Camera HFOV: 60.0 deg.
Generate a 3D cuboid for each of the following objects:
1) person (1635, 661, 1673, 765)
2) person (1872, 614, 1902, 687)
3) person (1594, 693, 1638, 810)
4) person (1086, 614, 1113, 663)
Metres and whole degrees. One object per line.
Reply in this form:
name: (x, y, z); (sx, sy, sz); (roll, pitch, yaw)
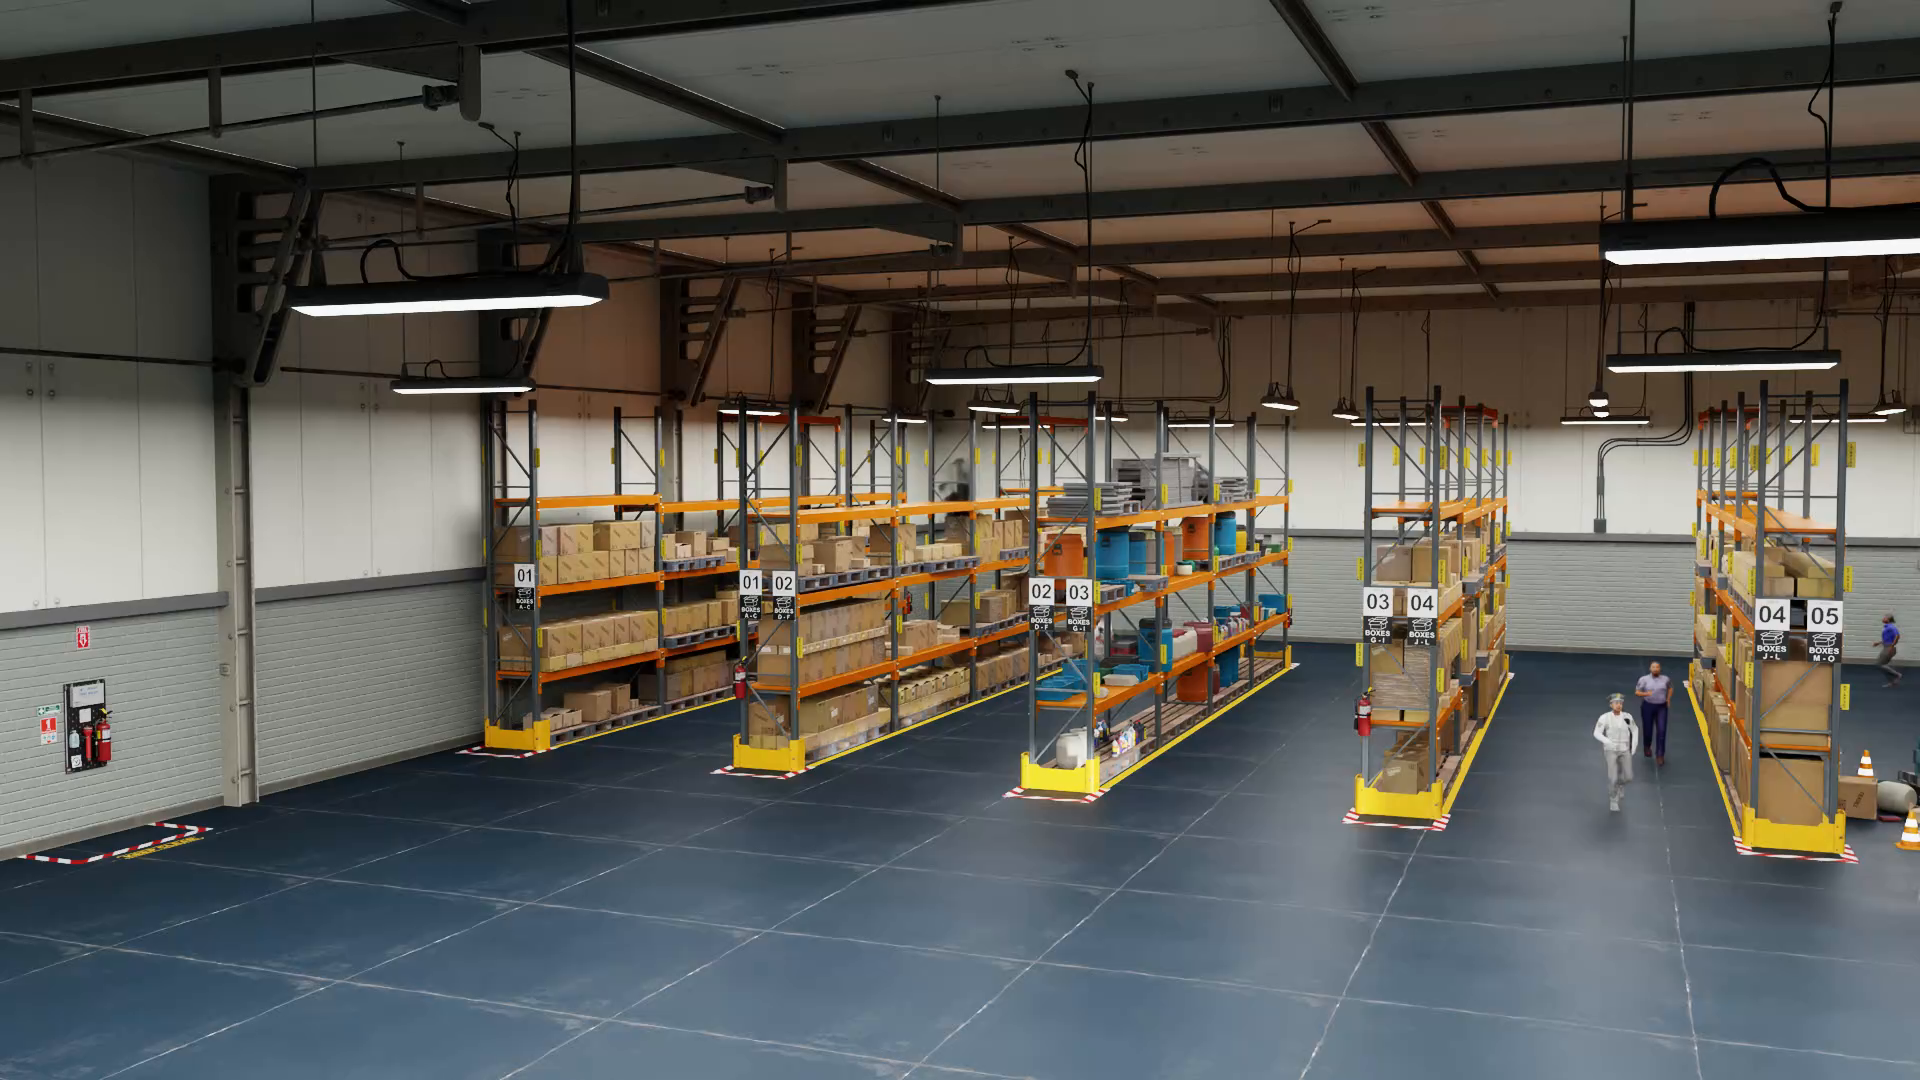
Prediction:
person: (11.383, 2.809, 27.284); (0.583, 1.628, 0.913); (1, 3, 17)
person: (20.245, 2.412, 36.291); (0.577, 1.621, 0.577); (1, 3, 26)
person: (9.361, 3.010, 23.671); (0.658, 1.661, 0.561); (0, 3, 5)
person: (2.713, 2.271, 32.538); (0.638, 1.905, 0.789); (1, 3, 23)
